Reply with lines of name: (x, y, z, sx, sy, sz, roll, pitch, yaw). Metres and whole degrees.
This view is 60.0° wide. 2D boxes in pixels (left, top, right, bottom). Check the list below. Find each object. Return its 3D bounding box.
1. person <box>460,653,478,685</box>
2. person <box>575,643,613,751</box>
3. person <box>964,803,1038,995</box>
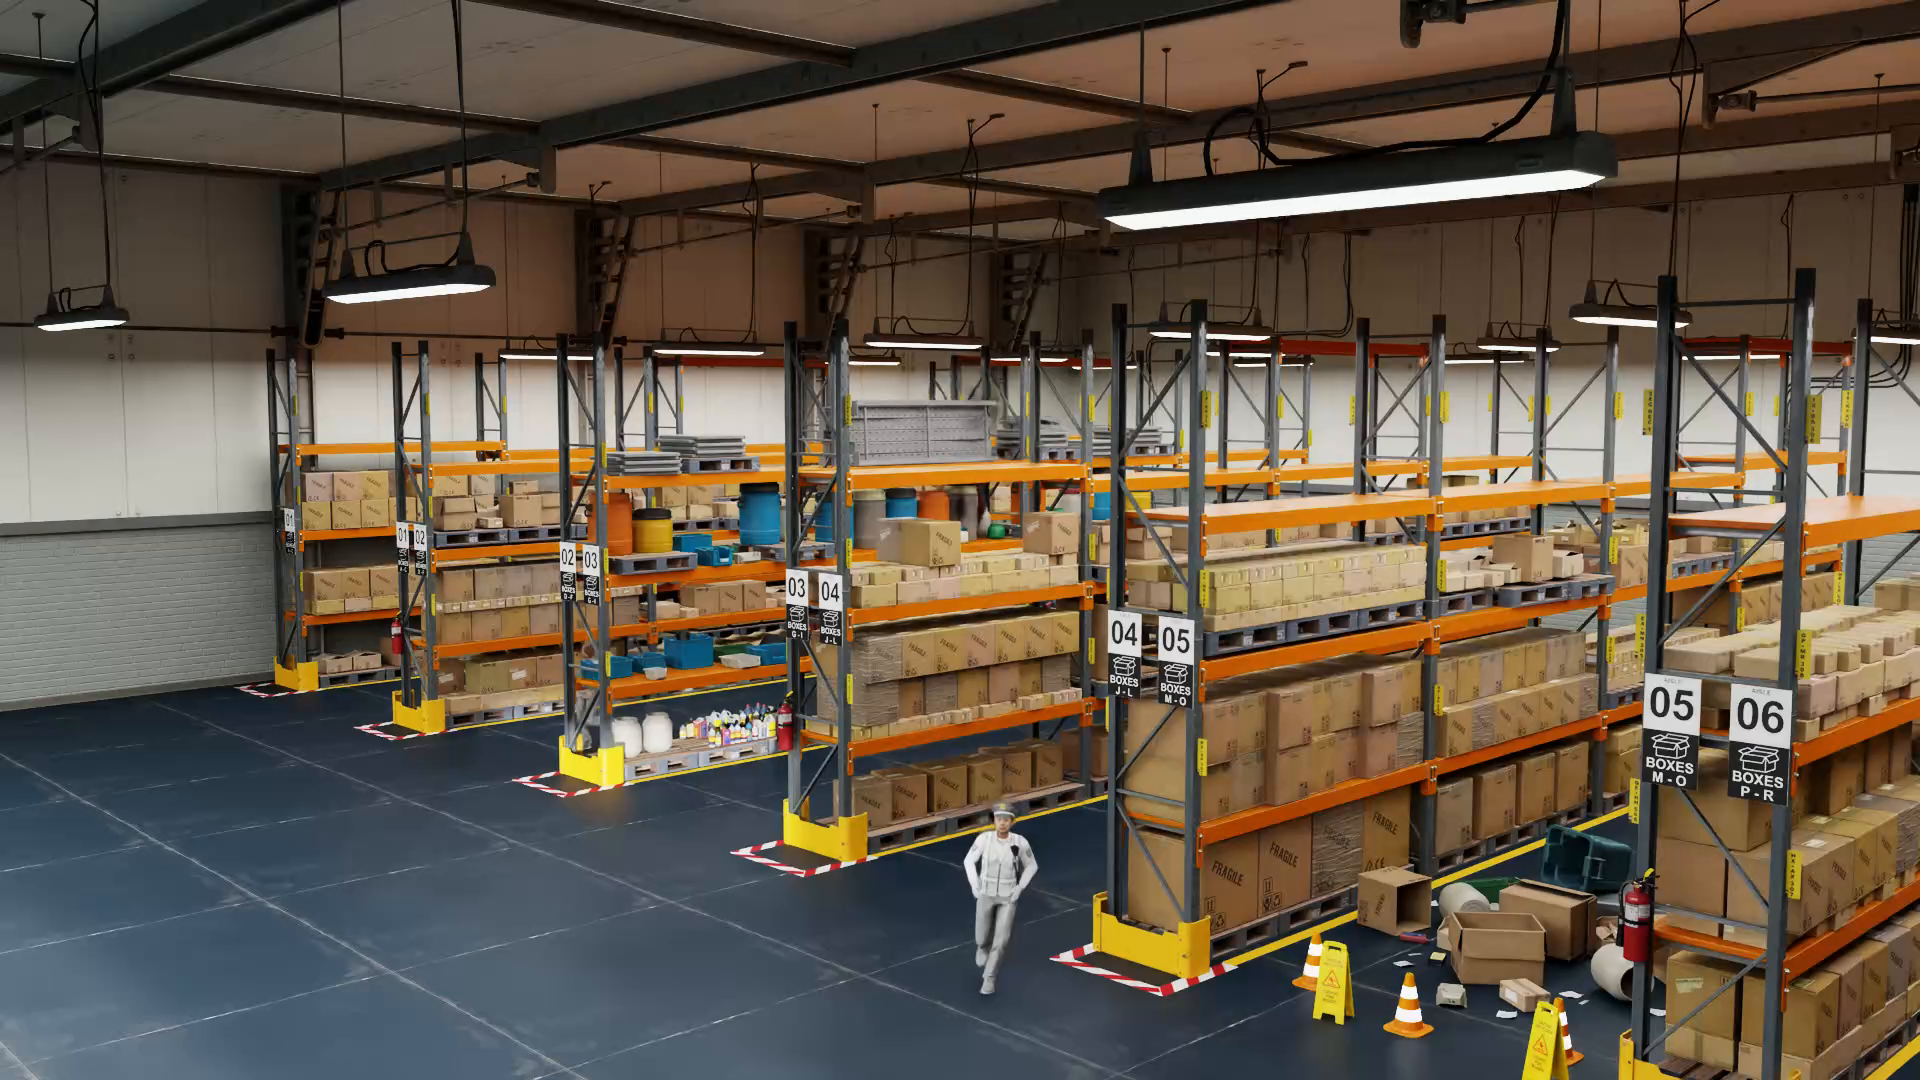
person: (-8.235, 1.896, 28.133, 0.611, 1.670, 0.720, 4, 6, 37)
person: (-5.387, 2.283, 24.355, 0.573, 1.565, 0.638, 4, 6, 35)
person: (0.357, 3.091, 14.546, 0.647, 1.659, 0.542, 0, 5, 5)
